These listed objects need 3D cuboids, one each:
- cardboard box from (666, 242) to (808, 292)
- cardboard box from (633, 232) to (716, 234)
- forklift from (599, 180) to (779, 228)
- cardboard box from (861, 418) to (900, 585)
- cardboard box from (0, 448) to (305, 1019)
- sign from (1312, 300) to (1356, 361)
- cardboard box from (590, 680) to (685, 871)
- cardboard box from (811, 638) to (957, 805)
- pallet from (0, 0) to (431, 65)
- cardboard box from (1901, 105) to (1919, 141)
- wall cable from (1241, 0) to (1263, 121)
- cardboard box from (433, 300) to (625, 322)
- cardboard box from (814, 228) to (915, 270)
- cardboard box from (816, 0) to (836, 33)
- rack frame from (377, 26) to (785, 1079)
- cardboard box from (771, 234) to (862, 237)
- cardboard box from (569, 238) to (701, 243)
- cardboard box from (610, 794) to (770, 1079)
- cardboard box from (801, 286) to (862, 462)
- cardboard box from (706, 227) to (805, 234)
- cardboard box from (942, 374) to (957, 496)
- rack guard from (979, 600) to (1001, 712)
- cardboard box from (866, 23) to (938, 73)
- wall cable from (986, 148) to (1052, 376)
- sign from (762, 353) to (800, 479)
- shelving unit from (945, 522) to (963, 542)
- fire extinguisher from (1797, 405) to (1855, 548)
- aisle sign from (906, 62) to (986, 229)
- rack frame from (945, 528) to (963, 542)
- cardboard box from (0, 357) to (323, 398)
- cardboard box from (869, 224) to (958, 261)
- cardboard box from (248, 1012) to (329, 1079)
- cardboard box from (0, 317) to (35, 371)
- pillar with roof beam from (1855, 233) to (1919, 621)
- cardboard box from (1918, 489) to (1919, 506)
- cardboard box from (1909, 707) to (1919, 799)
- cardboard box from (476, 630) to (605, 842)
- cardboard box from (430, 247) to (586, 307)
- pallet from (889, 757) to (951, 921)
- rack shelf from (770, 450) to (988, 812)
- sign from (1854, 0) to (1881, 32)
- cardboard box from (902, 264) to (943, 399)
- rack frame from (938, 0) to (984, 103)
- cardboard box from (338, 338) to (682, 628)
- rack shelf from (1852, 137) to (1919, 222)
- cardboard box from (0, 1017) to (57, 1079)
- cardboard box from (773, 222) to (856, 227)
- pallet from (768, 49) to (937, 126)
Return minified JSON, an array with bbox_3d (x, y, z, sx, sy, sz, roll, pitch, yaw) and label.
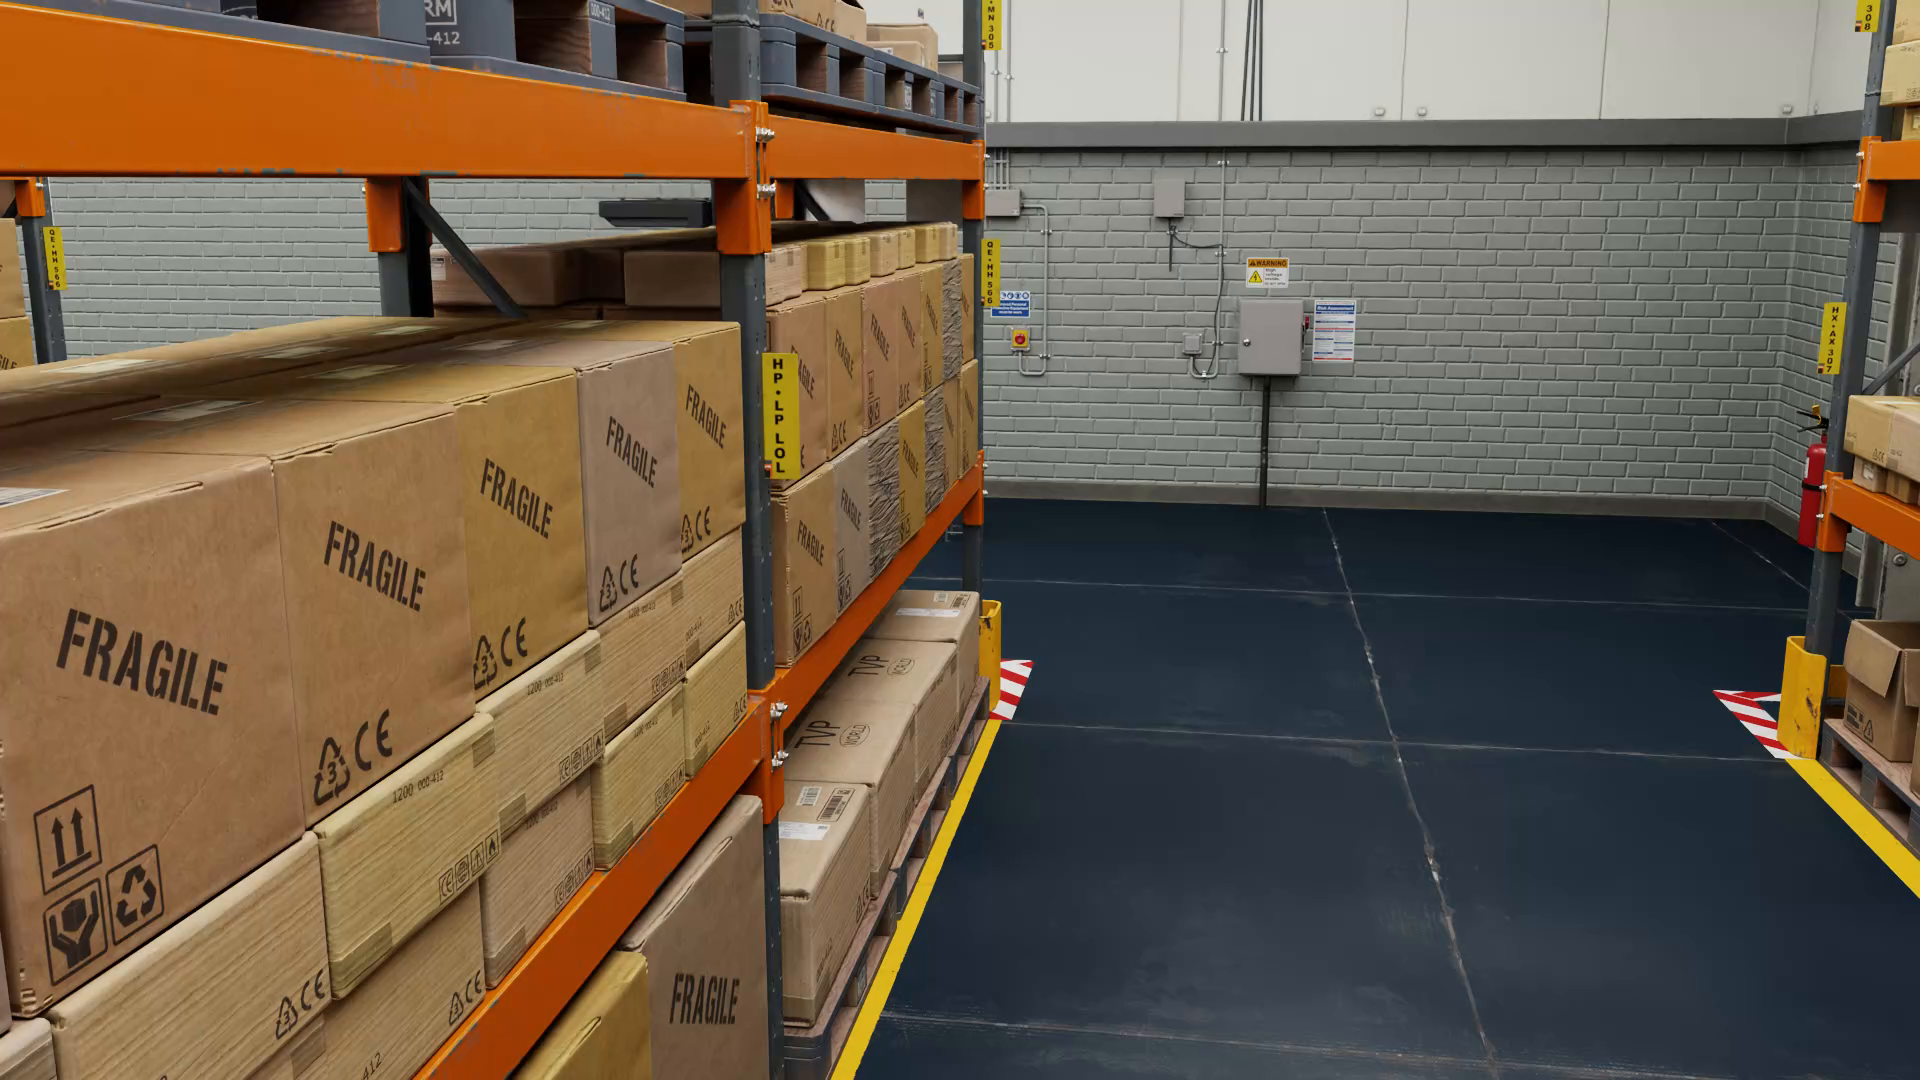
[{"bbox_3d":[-0.676,-0.827,5.061,0.380,0.149,0.250,2,12,8],"label":"cardboard box"},{"bbox_3d":[-0.987,-1.051,6.102,0.380,0.149,0.250,2,12,9],"label":"cardboard box"},{"bbox_3d":[-2.039,-1.488,12.443,3.031,2.935,1.130,2,12,8],"label":"forklift"},{"bbox_3d":[-0.507,-0.153,5.844,0.500,0.500,0.500,2,12,9],"label":"cardboard box"},{"bbox_3d":[-1.138,0.183,1.914,0.500,0.500,0.500,2,12,10],"label":"cardboard box"},{"bbox_3d":[3.030,-1.696,13.469,0.329,0.494,0.001,2,12,9],"label":"sign"},{"bbox_3d":[-0.902,0.474,3.529,0.500,0.250,0.500,2,12,8],"label":"cardboard box"},{"bbox_3d":[-0.522,0.739,7.027,0.875,0.438,0.875,2,12,10],"label":"cardboard box"},{"bbox_3d":[-1.402,-0.717,2.026,1.003,0.211,1.213,2,12,11],"label":"pallet"},{"bbox_3d":[4.239,-1.764,7.034,0.380,0.149,0.250,2,12,10],"label":"cardboard box"},{"bbox_3d":[3.699,-4.660,12.669,2.988,3.039,0.133,2,12,9],"label":"wall cable"},{"bbox_3d":[-1.202,-0.451,4.857,0.500,0.500,0.500,2,12,8],"label":"cardboard box"},{"bbox_3d":[-0.386,-1.145,6.538,0.380,0.149,0.250,2,12,10],"label":"cardboard box"},{"bbox_3d":[-0.827,-1.859,5.402,0.797,0.503,0.637,3,12,13],"label":"cardboard box"},{"bbox_3d":[-1.002,0.193,4.476,1.000,3.000,0.127,2,12,9],"label":"rack frame"},{"bbox_3d":[-0.550,-0.986,5.799,0.380,0.149,0.250,2,12,8],"label":"cardboard box"},{"bbox_3d":[-1.052,-0.892,5.362,0.380,0.149,0.250,2,12,8],"label":"cardboard box"},{"bbox_3d":[-1.018,1.158,4.044,0.875,0.875,0.875,2,12,10],"label":"cardboard box"},{"bbox_3d":[-0.606,-0.540,5.270,0.500,0.500,0.500,2,12,8],"label":"cardboard box"},{"bbox_3d":[-0.849,-1.210,6.838,0.380,0.149,0.250,2,12,9],"label":"cardboard box"},{"bbox_3d":[-0.292,-0.475,7.341,0.500,0.500,0.500,2,12,7],"label":"cardboard box"},{"bbox_3d":[-0.383,0.578,8.626,1.175,0.500,0.348,2,12,9],"label":"rack guard"},{"bbox_3d":[-0.367,-2.190,7.536,0.500,0.250,0.500,1,12,3],"label":"cardboard box"},{"bbox_3d":[0.457,-2.326,13.679,0.585,1.953,0.123,2,12,9],"label":"wall cable"},{"bbox_3d":[-0.464,-0.318,4.290,0.100,0.325,0.005,2,12,9],"label":"sign"},{"bbox_3d":[0.008,-0.524,12.434,0.215,1.050,0.252,2,12,9],"label":"shelving unit"},{"bbox_3d":[4.084,-0.305,7.856,0.296,0.674,0.183,2,12,9],"label":"fire extinguisher"},{"bbox_3d":[-0.070,-1.915,8.089,0.394,0.787,0.004,2,12,9],"label":"aisle sign"},{"bbox_3d":[-0.011,-0.499,12.317,0.200,1.050,0.008,2,12,9],"label":"rack frame"},{"bbox_3d":[-1.484,-0.051,2.998,0.500,0.500,0.500,2,12,7],"label":"cardboard box"},{"bbox_3d":[-0.216,-1.303,7.268,0.380,0.149,0.250,2,12,8],"label":"cardboard box"},{"bbox_3d":[-1.146,0.789,2.067,0.500,0.250,0.500,2,12,11],"label":"cardboard box"},{"bbox_3d":[-5.108,-0.871,8.471,0.500,0.500,0.500,2,12,10],"label":"cardboard box"},{"bbox_3d":[1.570,-4.083,10.081,9.100,9.000,0.400,2,12,9],"label":"pillar with roof beam"},{"bbox_3d":[4.197,-0.187,6.835,0.380,0.149,0.250,2,12,8],"label":"cardboard box"},{"bbox_3d":[4.161,0.838,6.420,0.700,0.500,0.500,2,12,11],"label":"cardboard box"},{"bbox_3d":[-0.973,0.334,2.991,0.500,0.250,0.500,2,12,10],"label":"cardboard box"},{"bbox_3d":[-1.269,-0.736,4.637,0.380,0.149,0.250,2,12,7],"label":"cardboard box"},{"bbox_3d":[-0.623,1.146,6.674,1.003,0.211,1.213,2,12,9],"label":"pallet"},{"bbox_3d":[-0.695,0.129,6.483,1.077,0.370,4.000,2,12,9],"label":"rack shelf"},{"bbox_3d":[3.982,-2.390,7.270,0.100,0.325,0.005,2,12,9],"label":"sign"},{"bbox_3d":[-0.356,-0.856,6.736,0.500,0.500,0.500,2,12,8],"label":"cardboard box"},{"bbox_3d":[-0.387,-3.572,7.707,1.000,3.000,0.127,2,12,9],"label":"rack frame"},{"bbox_3d":[-0.895,-0.135,3.390,0.500,0.500,0.500,2,12,10],"label":"cardboard box"},{"bbox_3d":[4.211,-1.178,5.425,1.077,0.370,4.000,2,12,9],"label":"rack shelf"},{"bbox_3d":[-1.215,0.650,1.527,0.500,0.250,0.500,2,12,10],"label":"cardboard box"},{"bbox_3d":[-0.685,-1.372,7.590,0.380,0.149,0.250,2,12,10],"label":"cardboard box"},{"bbox_3d":[-0.676,-1.653,6.133,1.003,0.211,1.213,2,12,9],"label":"pallet"}]
